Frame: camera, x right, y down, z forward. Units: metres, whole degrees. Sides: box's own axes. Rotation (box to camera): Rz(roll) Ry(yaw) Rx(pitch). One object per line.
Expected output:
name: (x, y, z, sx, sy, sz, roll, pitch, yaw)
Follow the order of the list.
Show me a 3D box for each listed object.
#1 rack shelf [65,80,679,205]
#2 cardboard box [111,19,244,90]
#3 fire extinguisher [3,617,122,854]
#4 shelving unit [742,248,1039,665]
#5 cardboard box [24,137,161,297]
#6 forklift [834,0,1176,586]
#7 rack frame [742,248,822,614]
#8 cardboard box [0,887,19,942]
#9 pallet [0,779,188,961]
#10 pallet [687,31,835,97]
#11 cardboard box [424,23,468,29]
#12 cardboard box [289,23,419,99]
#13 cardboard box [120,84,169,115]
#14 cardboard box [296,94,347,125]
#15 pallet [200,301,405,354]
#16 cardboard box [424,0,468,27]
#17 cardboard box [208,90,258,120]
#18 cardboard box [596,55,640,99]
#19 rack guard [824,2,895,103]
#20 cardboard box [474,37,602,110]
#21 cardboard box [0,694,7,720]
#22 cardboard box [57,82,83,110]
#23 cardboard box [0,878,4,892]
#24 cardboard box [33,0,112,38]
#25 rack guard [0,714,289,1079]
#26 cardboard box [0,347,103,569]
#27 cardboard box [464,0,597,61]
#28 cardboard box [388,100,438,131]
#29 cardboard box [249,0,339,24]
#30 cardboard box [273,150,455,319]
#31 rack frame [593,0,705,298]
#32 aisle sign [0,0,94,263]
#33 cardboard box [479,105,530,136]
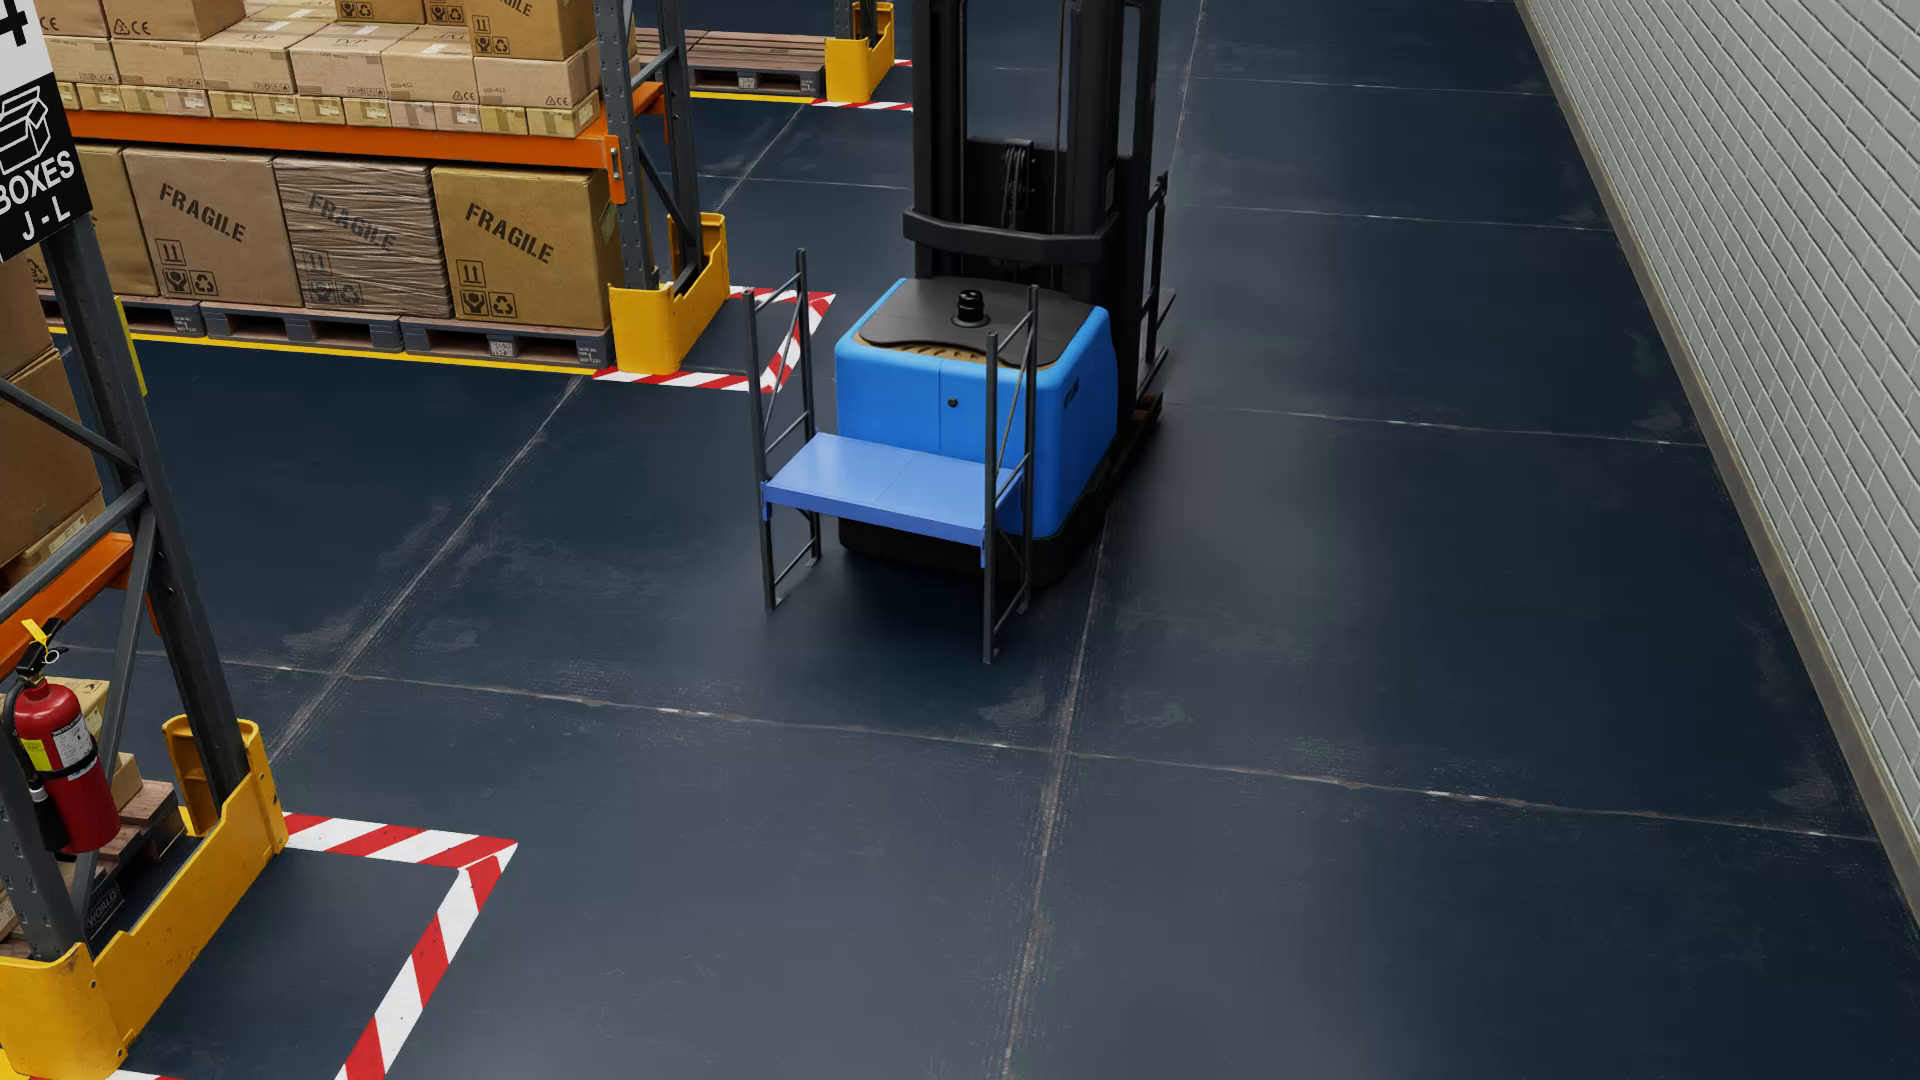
rack shelf: (-3.649, -2.373, 9.393, 4.000, 0.370, 1.077, 5, 32, 8)
cardboard box: (-4.201, -2.650, 9.018, 0.500, 0.250, 0.500, 6, 33, 9)
fire extinguisher: (-2.441, 0.540, 4.485, 0.183, 0.674, 0.296, 5, 32, 8)
shelving unit: (-0.269, -0.342, 6.882, 1.048, 1.500, 0.538, 12, 34, 18)
cardboard box: (-4.984, -2.034, 9.778, 0.875, 0.875, 0.875, 5, 32, 8)
forklift: (0.422, -1.813, 7.884, 1.130, 2.935, 3.031, 11, 34, 17)
rack frame: (-0.741, -0.442, 7.042, 0.032, 1.500, 0.500, 12, 34, 18)
cardboard box: (-3.166, 1.178, 5.333, 0.250, 0.149, 0.380, 6, 32, 9)
pallet: (-3.482, 1.169, 5.683, 1.213, 0.211, 1.003, 5, 32, 8)
pallet: (-1.651, -4.002, 13.945, 1.213, 0.211, 1.003, 5, 32, 8)
cardboard box: (-2.619, -2.789, 9.240, 0.500, 0.250, 0.500, 5, 32, 8)
cardboard box: (-3.202, -2.558, 8.870, 0.500, 0.250, 0.500, 4, 32, 7)
cardboard box: (-4.355, -2.458, 9.087, 0.250, 0.149, 0.380, 5, 32, 8)
cardboard box: (-3.347, -2.366, 8.940, 0.250, 0.149, 0.380, 5, 32, 8)
pallet: (-3.678, -1.458, 9.881, 1.213, 0.211, 1.003, 5, 32, 8)
cardboard box: (-2.599, -3.109, 9.044, 0.500, 0.500, 0.500, 4, 32, 7)
cardboard box: (-3.848, -2.412, 9.013, 0.250, 0.149, 0.380, 4, 32, 7)
cardboard box: (-1.972, -2.598, 9.310, 0.250, 0.149, 0.380, 6, 32, 9)
rack guard: (-0.819, -4.035, 13.726, 0.348, 0.500, 1.175, 5, 32, 8)
cardboard box: (-2.200, -2.467, 8.725, 0.500, 0.250, 0.500, 5, 32, 7)
cardboard box: (-3.363, 0.677, 5.571, 0.250, 0.149, 0.380, 6, 33, 9)
cardboard box: (-4.867, -2.503, 9.159, 0.250, 0.149, 0.380, 6, 33, 10)
cardboard box: (-3.180, 1.092, 5.190, 0.250, 0.149, 0.380, 4, 32, 7)
cardboard box: (-4.708, -3.013, 8.890, 0.500, 0.500, 0.500, 5, 32, 8)
rack guard: (-2.687, 1.138, 5.461, 0.348, 0.500, 1.175, 5, 32, 8)
cardboard box: (-3.008, -0.268, 4.976, 0.500, 0.500, 0.500, 7, 33, 11)
cardboard box: (-2.202, -2.786, 8.528, 0.500, 0.500, 0.500, 6, 32, 9)
cardboard box: (-2.835, -2.321, 8.868, 0.250, 0.149, 0.380, 6, 32, 9)
cardboard box: (-3.629, -2.880, 9.385, 0.500, 0.250, 0.500, 5, 32, 7)
cardboard box: (-3.219, -1.874, 9.523, 0.875, 0.875, 0.875, 5, 32, 8)
rack frame: (-1.678, -2.500, 8.917, 0.127, 3.000, 1.000, 5, 32, 8)
aisle sign: (-2.490, -1.167, 4.337, 0.004, 0.787, 0.394, 5, 32, 8)
cardboard box: (-2.341, -2.275, 8.795, 0.250, 0.149, 0.380, 6, 32, 9)
